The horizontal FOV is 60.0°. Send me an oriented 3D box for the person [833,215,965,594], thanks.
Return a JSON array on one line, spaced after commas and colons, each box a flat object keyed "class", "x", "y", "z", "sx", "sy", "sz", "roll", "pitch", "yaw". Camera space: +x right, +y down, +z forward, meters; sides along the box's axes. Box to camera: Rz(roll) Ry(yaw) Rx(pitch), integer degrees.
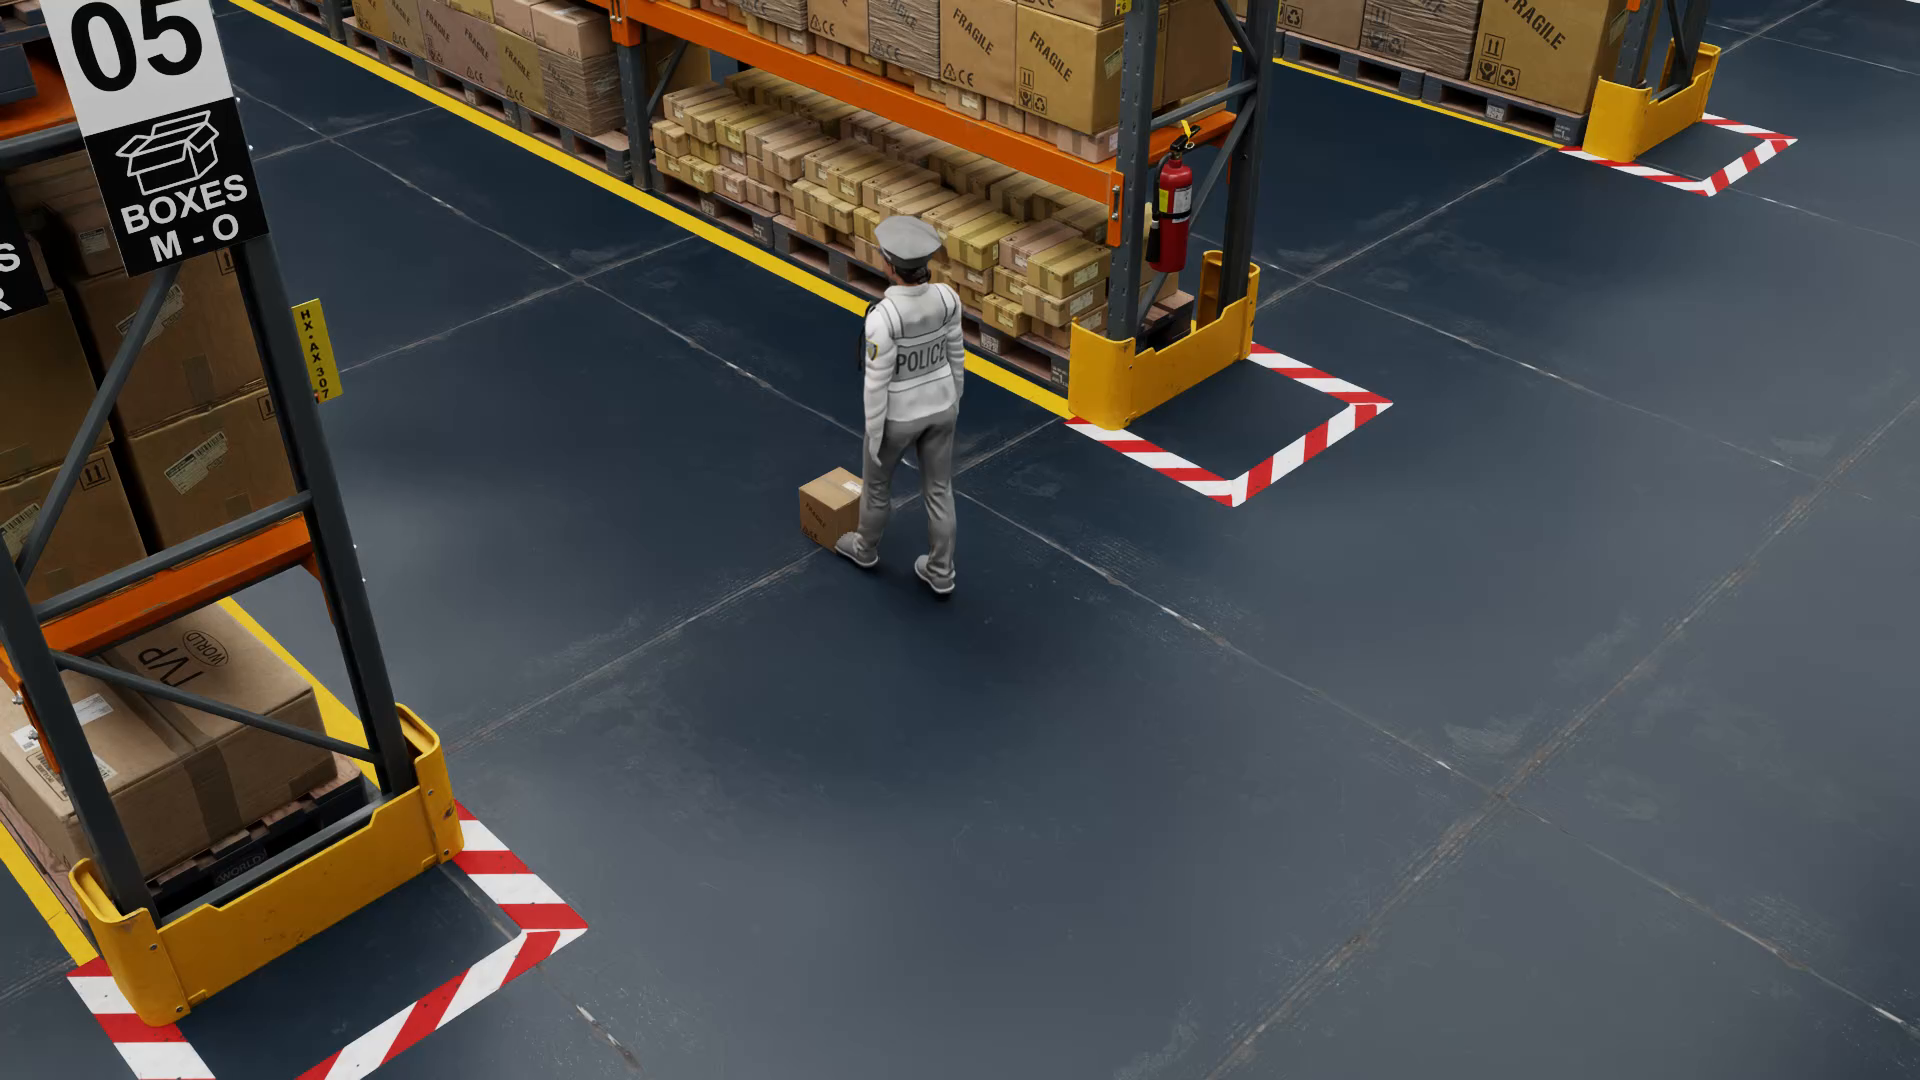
[{"class": "person", "x": -0.241, "y": -0.575, "z": 6.919, "sx": 0.497, "sy": 1.672, "sz": 0.631, "roll": -19, "pitch": 40, "yaw": -24}]
